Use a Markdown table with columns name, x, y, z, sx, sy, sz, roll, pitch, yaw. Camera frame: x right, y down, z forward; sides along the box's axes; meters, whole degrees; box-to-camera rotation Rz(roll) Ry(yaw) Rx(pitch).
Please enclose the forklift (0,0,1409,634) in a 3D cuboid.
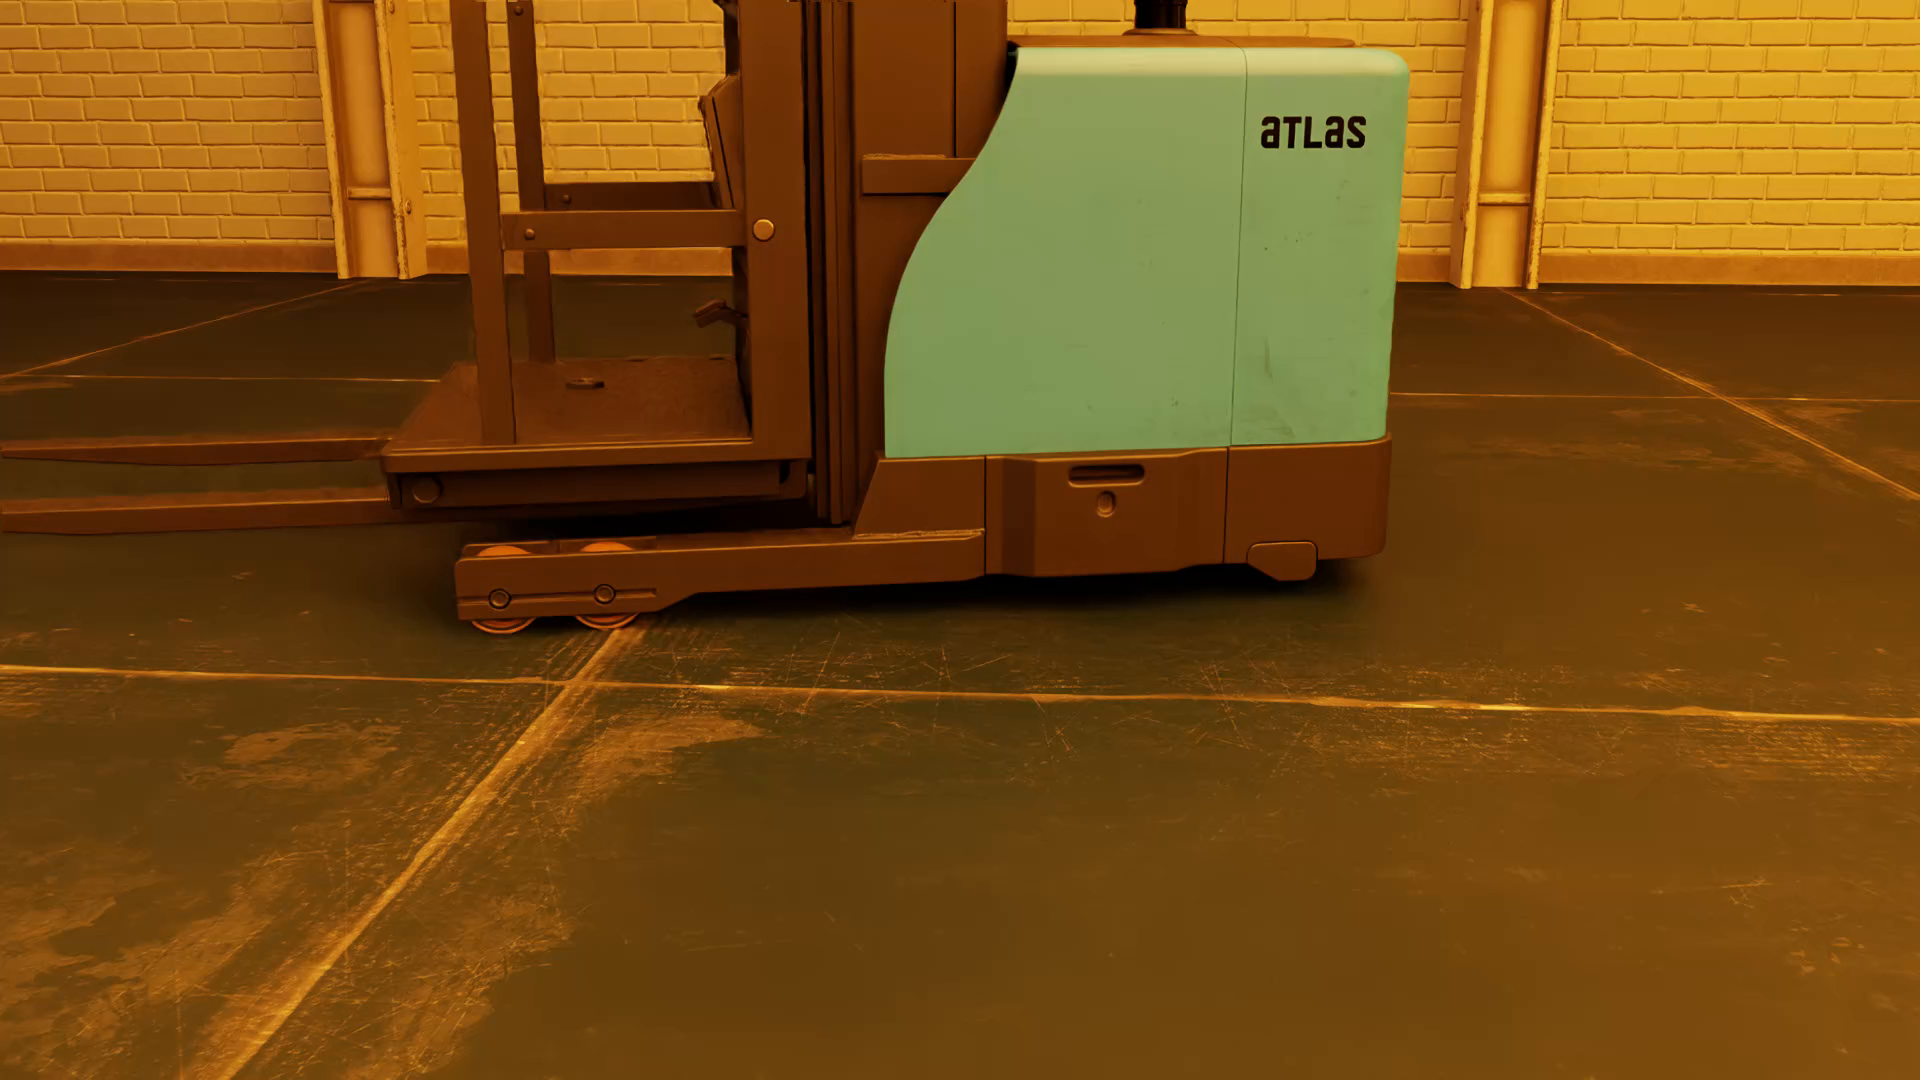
| name | x | y | z | sx | sy | sz | roll | pitch | yaw |
| --- | --- | --- | --- | --- | --- | --- | --- | --- | --- |
| forklift | -0.673 | -1.384 | 3.318 | 3.031 | 2.935 | 1.130 | -2 | 15 | -9 |
